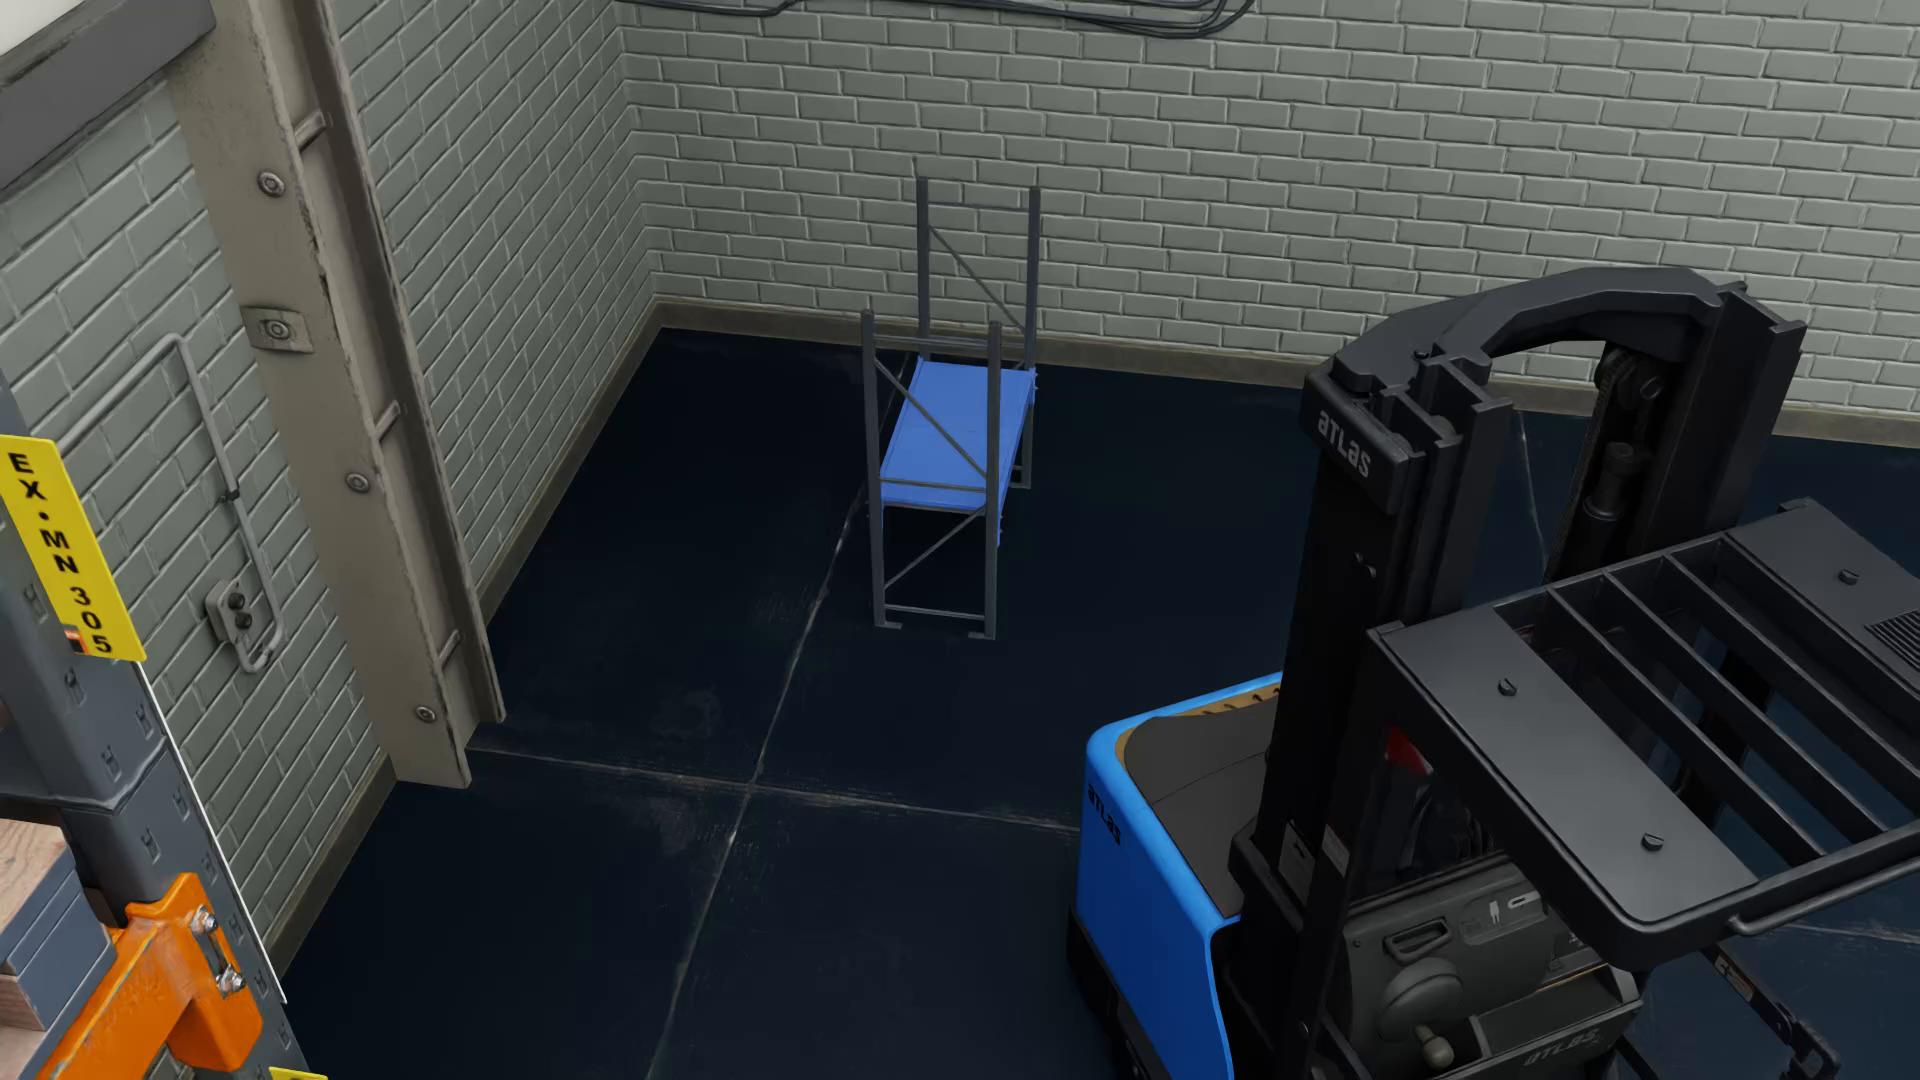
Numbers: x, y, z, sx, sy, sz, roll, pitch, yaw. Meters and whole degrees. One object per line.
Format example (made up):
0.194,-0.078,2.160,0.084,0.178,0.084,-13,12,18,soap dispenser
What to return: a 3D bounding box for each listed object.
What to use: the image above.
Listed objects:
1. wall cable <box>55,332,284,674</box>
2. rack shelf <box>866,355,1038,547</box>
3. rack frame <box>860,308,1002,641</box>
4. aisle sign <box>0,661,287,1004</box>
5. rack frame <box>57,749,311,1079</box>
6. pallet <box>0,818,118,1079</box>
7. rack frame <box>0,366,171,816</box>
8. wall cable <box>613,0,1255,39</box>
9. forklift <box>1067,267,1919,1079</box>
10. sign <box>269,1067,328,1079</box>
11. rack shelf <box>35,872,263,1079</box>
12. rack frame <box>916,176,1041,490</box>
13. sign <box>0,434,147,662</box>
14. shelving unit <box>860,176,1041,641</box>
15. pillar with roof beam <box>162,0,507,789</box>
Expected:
-2.264,0.113,3.962,0.084,1.984,1.851,6,40,8,wall cable
-0.015,-0.386,6.822,0.538,0.185,1.000,6,40,8,rack shelf
-0.103,-0.205,6.321,0.500,1.500,0.032,6,40,8,rack frame
-1.246,0.398,2.374,0.394,0.787,0.004,6,40,8,aisle sign
-1.554,1.412,3.188,1.000,3.000,0.127,6,40,8,rack frame
-1.672,0.757,1.696,1.003,0.211,1.213,6,40,8,pallet
-1.554,-0.900,1.276,1.000,3.000,0.127,6,40,8,rack frame
-0.223,-3.213,6.511,3.097,2.526,0.112,6,40,8,wall cable
1.382,1.010,3.729,1.130,2.935,3.031,-15,42,-17,forklift
-1.022,0.943,2.660,0.100,0.325,0.005,6,40,8,sign
-1.900,1.789,0.943,1.077,0.370,4.000,6,40,8,rack shelf
0.073,-0.844,7.093,0.500,1.500,0.032,6,40,8,rack frame
-1.022,0.014,1.892,0.100,0.325,0.005,6,40,8,sign
-0.015,-0.524,6.707,0.538,1.500,1.048,6,40,8,shelving unit
2.301,-2.215,2.867,9.100,9.000,0.400,6,40,8,pillar with roof beam
